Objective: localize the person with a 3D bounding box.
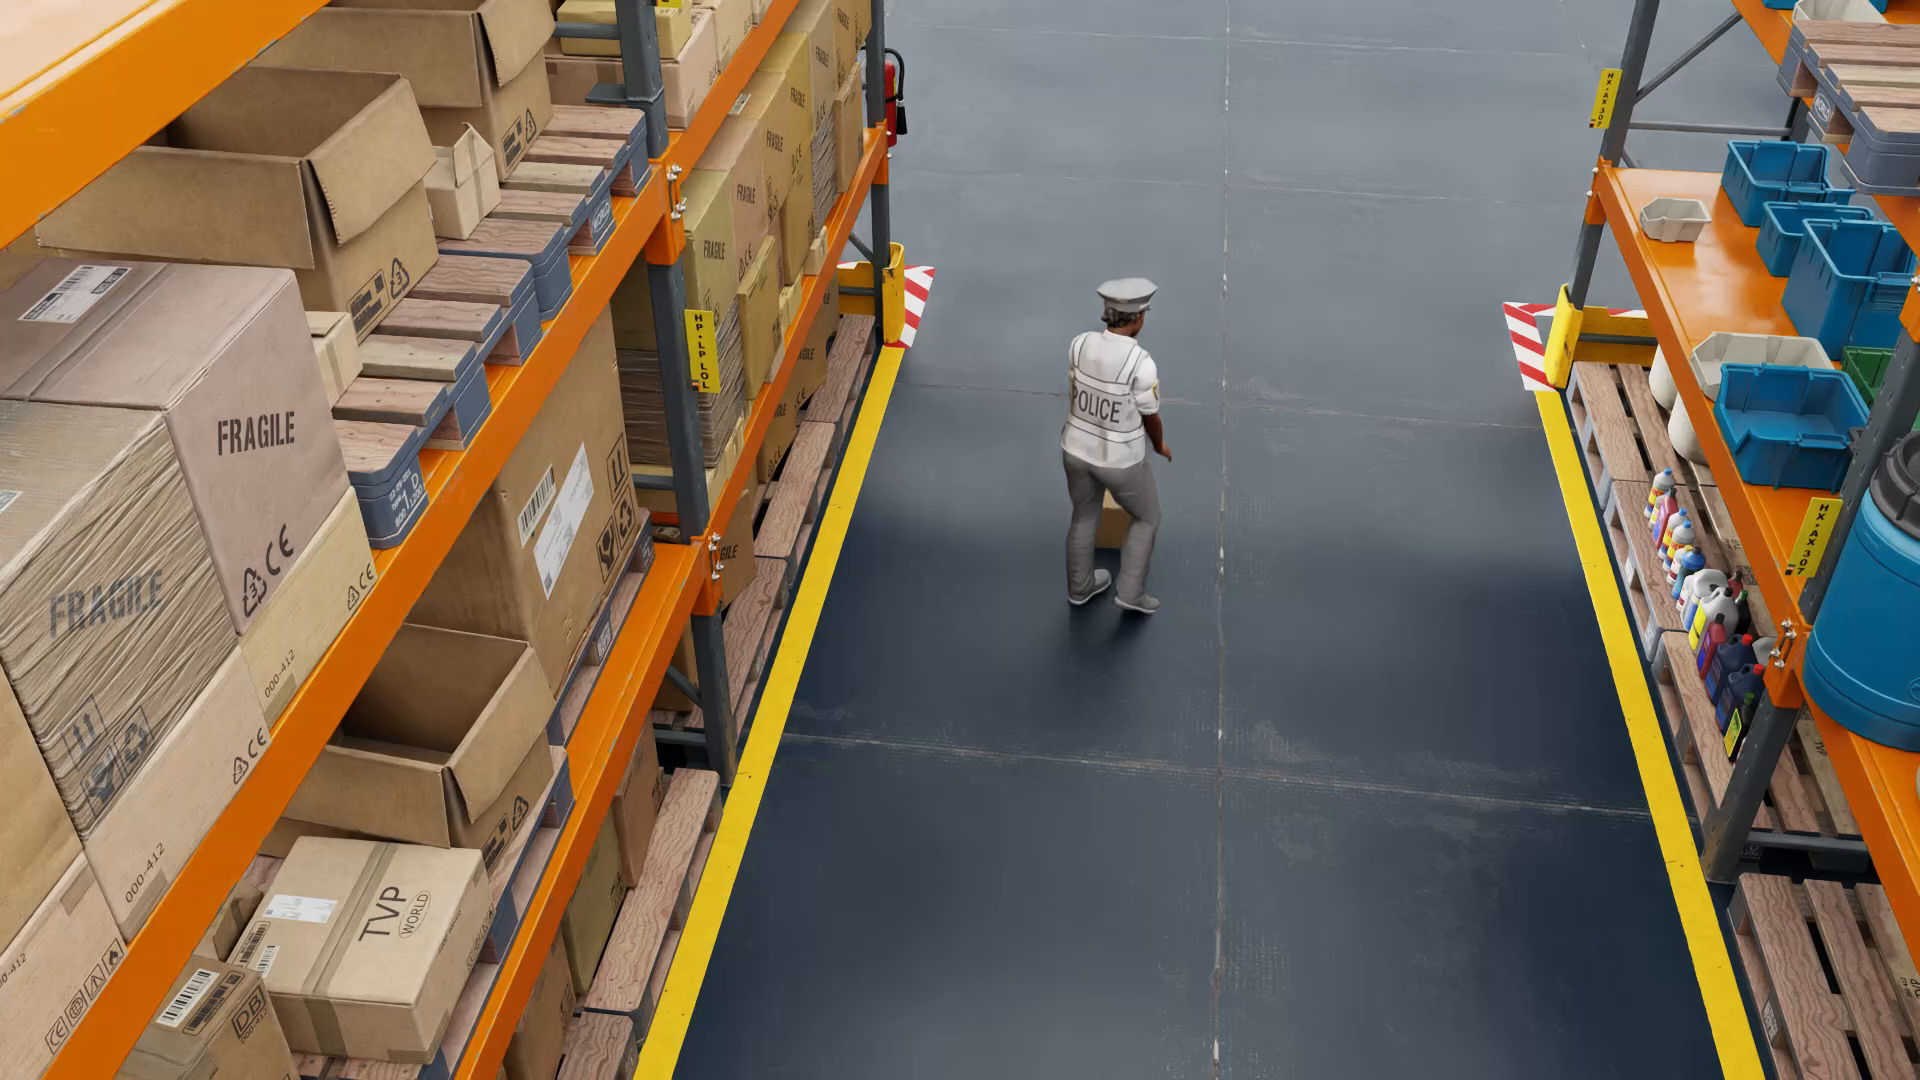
[{"bbox_3d":[0.703,-0.368,7.565,0.487,1.714,0.449,24,42,29],"label":"person"}]
